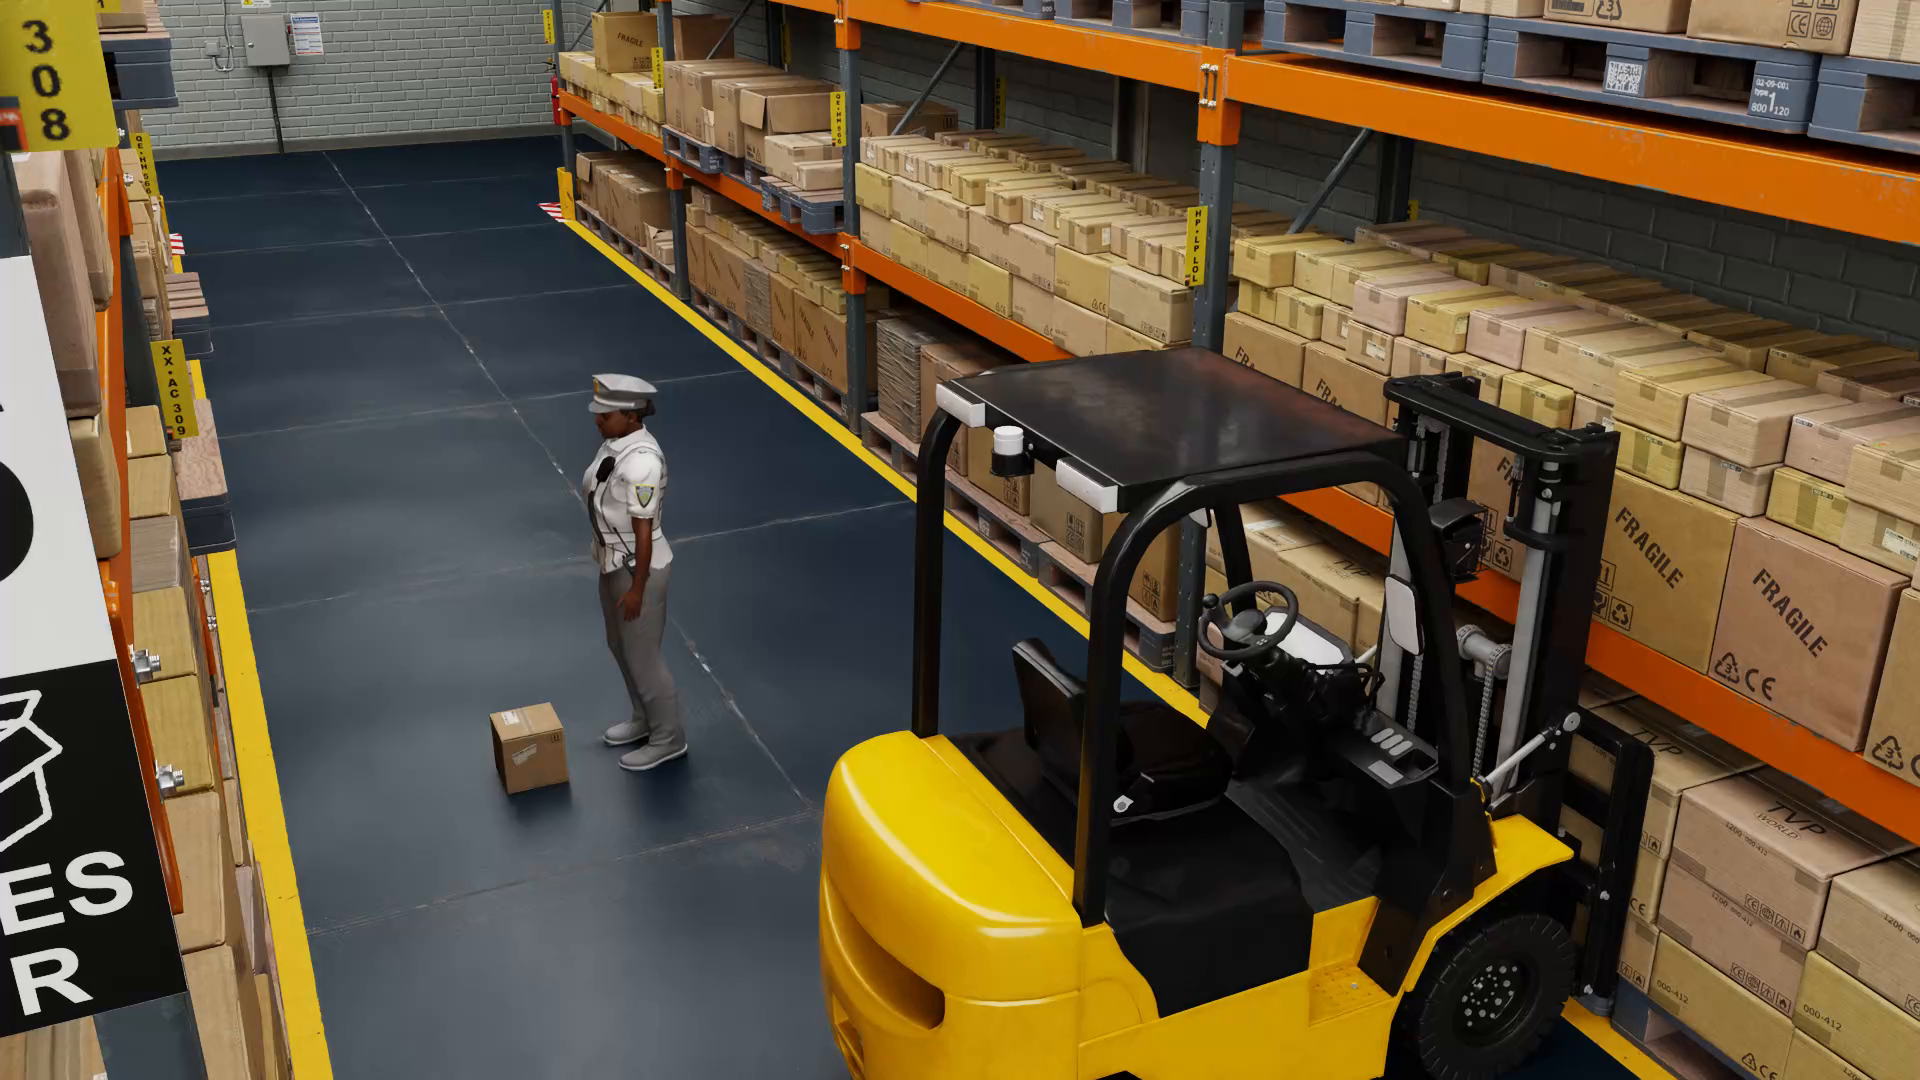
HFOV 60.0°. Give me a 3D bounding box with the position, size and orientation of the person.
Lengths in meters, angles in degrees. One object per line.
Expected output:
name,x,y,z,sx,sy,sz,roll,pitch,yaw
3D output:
person,-1.340,0.130,6.776,0.341,1.671,0.437,-10,24,-22
